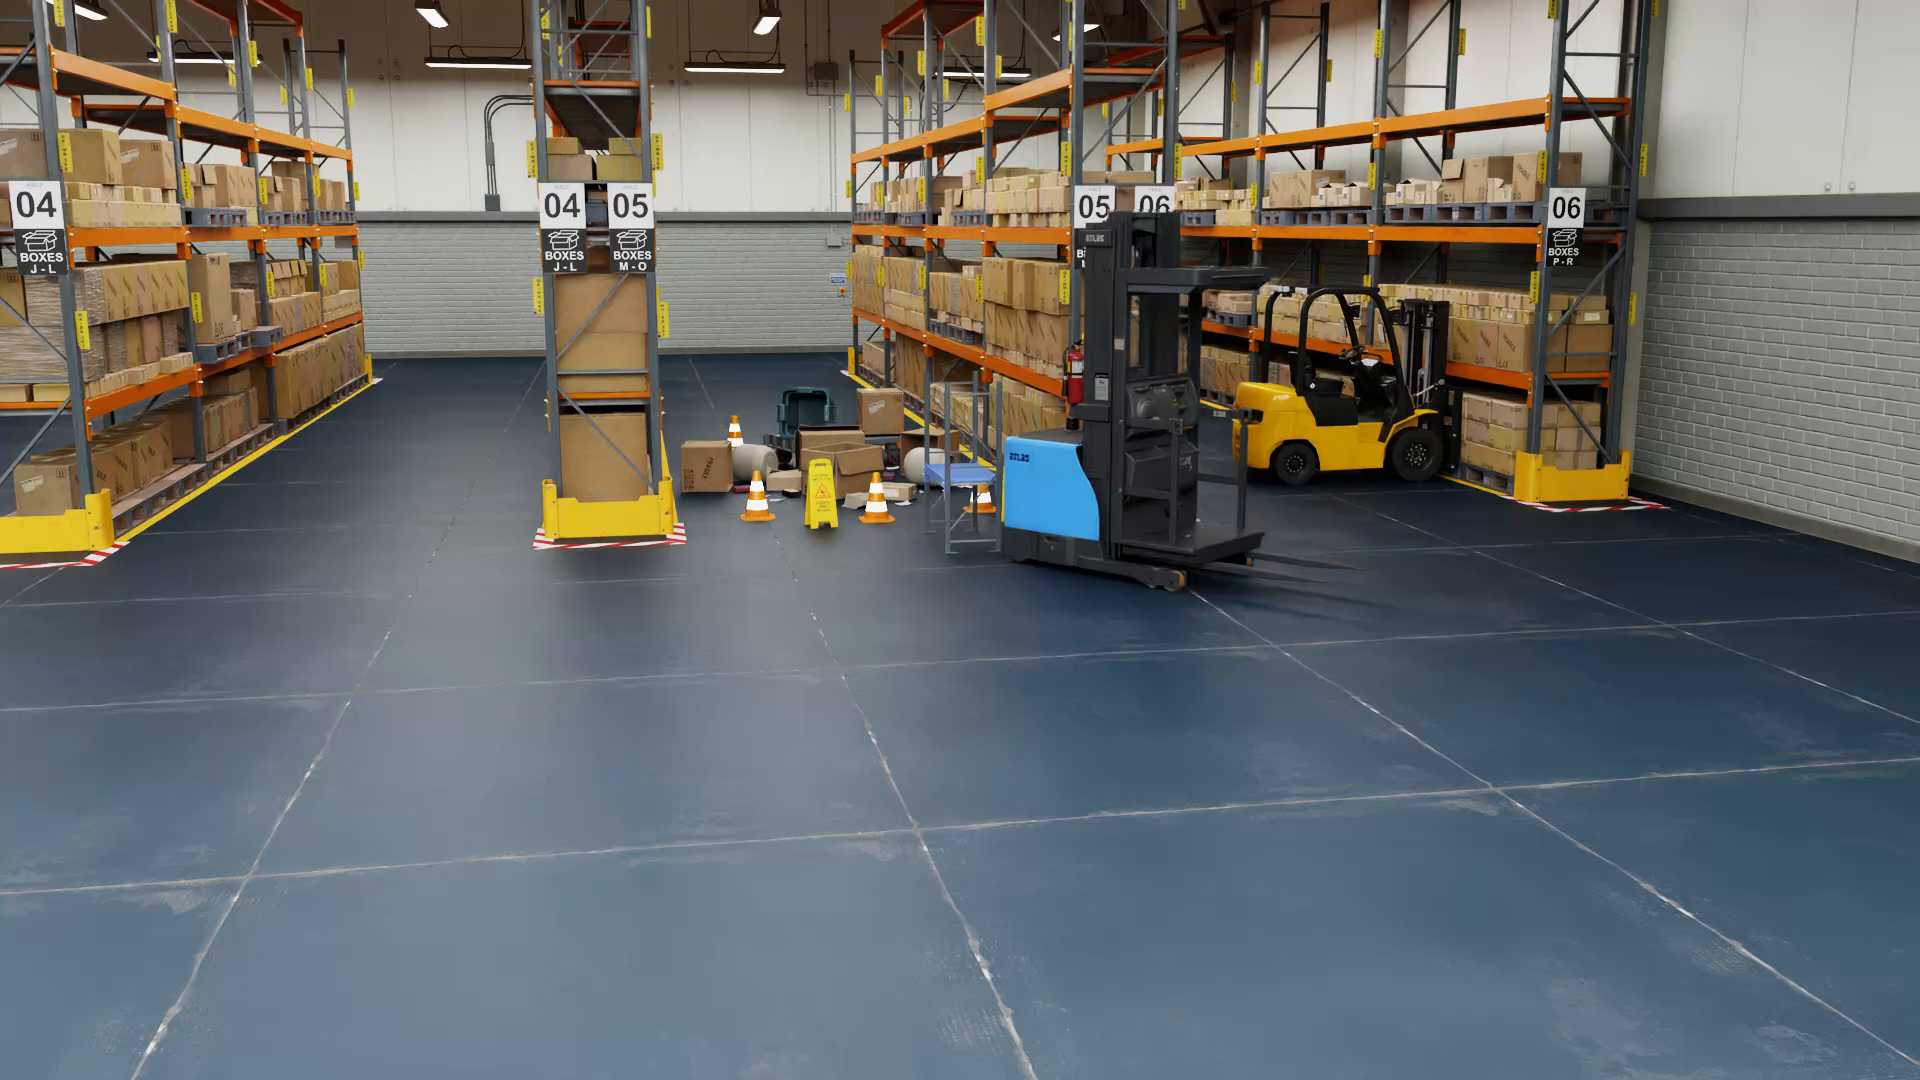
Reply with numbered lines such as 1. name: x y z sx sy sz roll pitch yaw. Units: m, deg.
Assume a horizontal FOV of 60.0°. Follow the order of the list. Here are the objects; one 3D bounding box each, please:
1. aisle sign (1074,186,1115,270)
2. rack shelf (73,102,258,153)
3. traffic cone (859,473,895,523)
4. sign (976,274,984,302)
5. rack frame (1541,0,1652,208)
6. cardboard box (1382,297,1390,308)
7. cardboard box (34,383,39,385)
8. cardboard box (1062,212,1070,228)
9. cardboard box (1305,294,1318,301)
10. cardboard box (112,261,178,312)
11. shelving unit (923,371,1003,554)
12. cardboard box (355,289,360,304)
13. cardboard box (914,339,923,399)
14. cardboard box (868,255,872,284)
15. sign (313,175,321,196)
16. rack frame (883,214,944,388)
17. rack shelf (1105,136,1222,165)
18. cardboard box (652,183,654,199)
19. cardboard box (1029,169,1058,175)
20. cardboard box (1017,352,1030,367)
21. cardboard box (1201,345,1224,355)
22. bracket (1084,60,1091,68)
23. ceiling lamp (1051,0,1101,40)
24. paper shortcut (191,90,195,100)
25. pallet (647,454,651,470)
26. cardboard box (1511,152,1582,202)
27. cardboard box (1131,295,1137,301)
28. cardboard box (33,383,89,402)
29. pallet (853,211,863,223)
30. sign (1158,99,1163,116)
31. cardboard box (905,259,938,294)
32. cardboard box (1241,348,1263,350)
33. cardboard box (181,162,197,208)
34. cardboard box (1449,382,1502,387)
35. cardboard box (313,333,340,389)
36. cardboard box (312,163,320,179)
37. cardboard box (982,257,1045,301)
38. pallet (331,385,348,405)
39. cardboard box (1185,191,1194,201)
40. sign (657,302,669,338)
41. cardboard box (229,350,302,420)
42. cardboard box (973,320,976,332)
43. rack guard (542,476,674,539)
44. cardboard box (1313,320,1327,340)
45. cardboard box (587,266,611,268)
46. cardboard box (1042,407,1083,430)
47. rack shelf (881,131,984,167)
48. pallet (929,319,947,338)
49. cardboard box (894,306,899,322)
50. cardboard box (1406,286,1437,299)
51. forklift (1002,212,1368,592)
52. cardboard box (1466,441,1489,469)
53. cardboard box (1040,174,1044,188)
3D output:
1. aisle sign: 1.288 -2.995 15.958 0.394 0.787 0.004 -2 11 -11
2. rack shelf: -9.327 -4.877 19.748 1.077 0.370 4.000 -2 11 -11
3. traffic cone: -0.811 -0.423 16.182 0.336 0.463 0.334 -2 11 -11
4. sign: 0.239 -3.022 19.953 0.100 0.325 0.005 -2 11 -11
5. rack frame: 6.429 -4.868 16.708 1.000 3.000 0.127 -2 11 -11
6. cardboard box: 5.455 -2.955 20.696 0.380 0.149 0.250 -2 11 -12
7. cardboard box: -8.466 -1.347 14.923 0.380 0.149 0.250 -2 11 -11
8. cardboard box: 1.217 -3.146 16.350 0.380 0.149 0.250 -2 11 -11
9. cardboard box: 4.962 -3.356 22.806 0.380 0.149 0.250 -2 11 -13
10. cardboard box: -8.482 -2.636 17.284 0.500 0.500 0.500 -2 11 -11
11. shelving unit: 0.017 -0.721 14.974 0.538 1.500 1.048 -2 11 -11
12. cardboard box: -10.917 -4.307 29.411 0.500 0.250 0.500 -2 11 -12
13. cardboard box: -0.217 -2.663 25.726 0.875 0.875 0.875 -2 11 -10
14. cardboard box: -1.335 -4.744 29.158 0.500 0.500 0.500 -2 11 -10
15. sign: -9.964 -5.484 25.741 0.100 0.325 0.005 -2 11 -11
16. rack frame: -0.773 -3.941 27.880 1.000 3.000 0.127 -2 11 -11
17. rack shelf: 3.706 -7.081 30.266 1.077 0.370 4.000 -2 11 -11
18. cardboard box: -3.027 -3.222 15.359 0.380 0.149 0.250 -2 11 -11
19. cardboard box: 0.955 -4.538 20.936 0.500 0.250 0.500 -2 11 -12
20. cardboard box: 0.845 -2.001 18.358 0.380 0.149 0.250 -2 11 -11
21. cardboard box: 4.173 -3.152 27.562 0.380 0.149 0.250 -2 11 -11
22. bracket: 2.787 -10.596 37.175 0.235 0.232 0.430 -2 11 -11
23. ceiling lamp: 2.102 -9.703 26.497 0.800 3.185 2.000 -2 11 -11
24. paper shortcut: -10.488 -6.086 22.730 0.009 0.170 0.078 9 -22 -13
25. pallet: -3.982 -0.763 18.641 1.003 0.211 1.213 -2 11 -11
26. cardboard box: 6.104 -3.772 17.310 0.500 0.500 0.500 -2 11 -9
27. cardboard box: 3.461 -4.557 30.721 0.500 0.250 0.500 -2 11 -13
28. cardboard box: -7.982 -1.317 14.767 0.380 0.149 0.250 -2 11 -11
29. pallet: -1.397 -5.969 30.749 1.003 0.211 1.213 -2 11 -11
30. sign: 3.865 -8.356 32.110 0.100 0.325 0.005 -2 11 -11
31. cardboard box: -0.550 -4.018 25.343 0.500 0.500 0.500 -2 11 -11
32. cardboard box: 4.773 -3.028 26.909 0.380 0.149 0.250 -2 11 -11
33. cardboard box: -8.932 -3.934 18.420 0.797 0.503 0.637 -3 11 -14
34. cardboard box: 6.135 -1.733 19.835 0.500 0.250 0.500 -2 11 -11
35. cardboard box: -10.544 -2.867 26.797 0.875 0.875 0.875 -2 11 -11
36. cardboard box: -10.889 -6.090 27.484 0.500 0.250 0.500 -2 11 -13
37. cardboard box: 0.656 -3.072 19.575 0.700 0.500 0.500 -2 11 -12
38. pallet: -10.565 -2.353 26.995 1.003 0.211 1.213 -2 11 -11
39. cardboard box: 3.928 -5.662 27.388 0.380 0.149 0.250 -2 11 -12
40. sign: -2.730 -2.025 15.285 0.100 0.325 0.005 -2 11 -11
41. cardboard box: -9.830 -2.137 22.960 1.225 0.875 0.875 -3 11 -14
42. cardboard box: 0.378 -2.690 20.856 0.380 0.149 0.250 -2 11 -13
43. rack guard: -3.270 -0.309 15.484 1.175 0.500 0.348 -2 11 -11
44. cardboard box: 5.127 -2.848 22.540 0.500 0.250 0.500 -2 11 -11
45. cardboard box: -3.824 -2.610 17.596 0.875 0.550 0.550 -2 11 -11
46. cardboard box: 1.149 -1.101 17.186 0.500 0.500 0.500 -2 11 -11
47. rack shelf: -0.384 -5.971 25.496 1.077 0.370 4.000 -2 11 -11
48. pallet: 0.248 -2.986 23.377 1.213 0.211 1.003 -2 11 -11
49. cardboard box: -0.760 -3.588 26.424 0.500 0.250 0.500 -2 11 -11
50. cardboard box: 5.569 -2.957 19.915 0.380 0.149 0.250 -2 11 -10
51. forklift: 1.800 -1.144 13.368 3.031 2.935 1.130 9 14 40
52. cardboard box: 5.940 -0.943 18.360 0.500 0.250 0.500 -2 11 -11
53. cardboard box: 1.061 -3.771 17.501 0.380 0.149 0.250 -2 11 -13
